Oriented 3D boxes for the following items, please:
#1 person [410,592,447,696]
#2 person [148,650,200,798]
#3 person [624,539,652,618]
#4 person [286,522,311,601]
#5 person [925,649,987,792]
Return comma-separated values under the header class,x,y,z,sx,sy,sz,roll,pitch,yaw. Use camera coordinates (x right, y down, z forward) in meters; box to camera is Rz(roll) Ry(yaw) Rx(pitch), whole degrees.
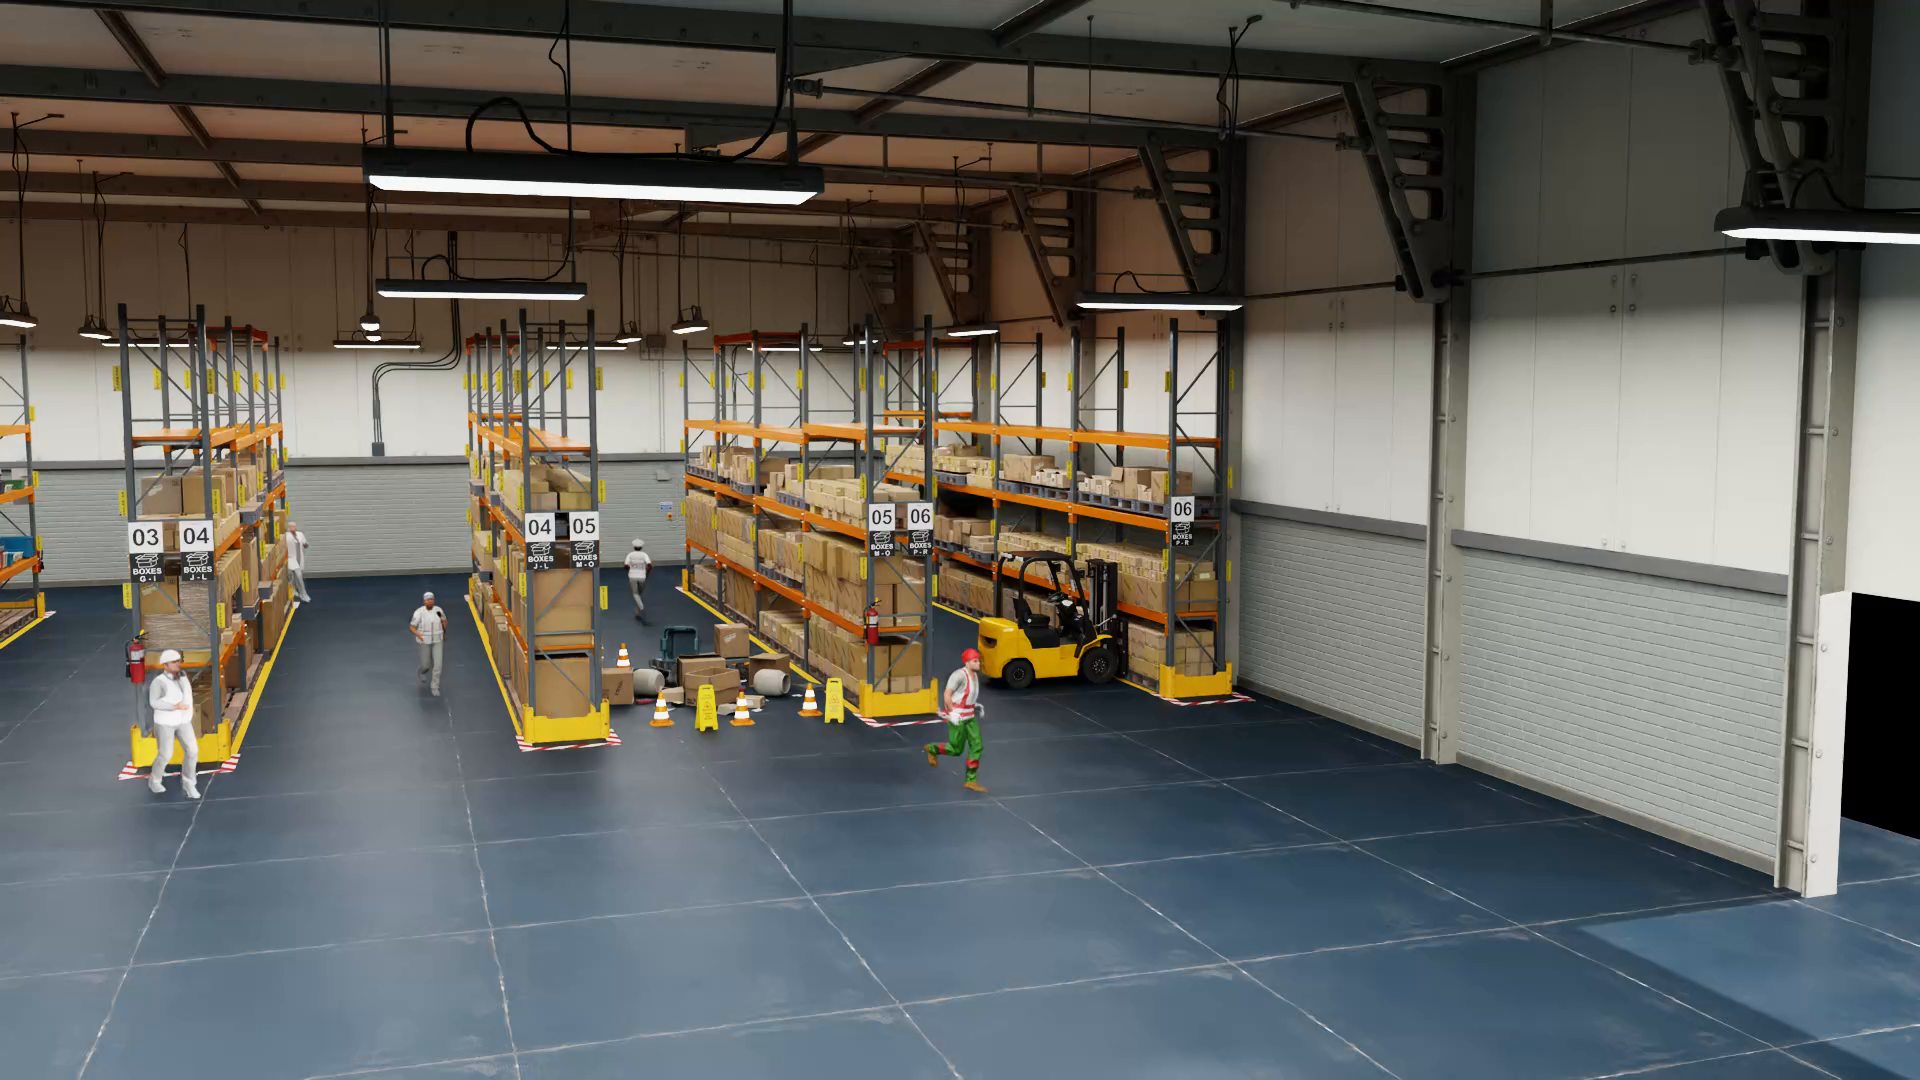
class,x,y,z,sx,sy,sz,roll,pitch,yaw
person,-8.553,1.665,26.842,0.607,1.645,0.769,-3,6,-30
person,-9.481,2.238,20.053,0.757,1.854,0.669,3,6,27
person,-6.793,0.842,35.061,0.544,1.711,0.819,-2,6,-22
person,-15.322,0.493,38.223,0.925,1.825,0.711,3,6,31
person,-0.028,2.203,20.585,0.895,1.759,0.662,4,7,34
